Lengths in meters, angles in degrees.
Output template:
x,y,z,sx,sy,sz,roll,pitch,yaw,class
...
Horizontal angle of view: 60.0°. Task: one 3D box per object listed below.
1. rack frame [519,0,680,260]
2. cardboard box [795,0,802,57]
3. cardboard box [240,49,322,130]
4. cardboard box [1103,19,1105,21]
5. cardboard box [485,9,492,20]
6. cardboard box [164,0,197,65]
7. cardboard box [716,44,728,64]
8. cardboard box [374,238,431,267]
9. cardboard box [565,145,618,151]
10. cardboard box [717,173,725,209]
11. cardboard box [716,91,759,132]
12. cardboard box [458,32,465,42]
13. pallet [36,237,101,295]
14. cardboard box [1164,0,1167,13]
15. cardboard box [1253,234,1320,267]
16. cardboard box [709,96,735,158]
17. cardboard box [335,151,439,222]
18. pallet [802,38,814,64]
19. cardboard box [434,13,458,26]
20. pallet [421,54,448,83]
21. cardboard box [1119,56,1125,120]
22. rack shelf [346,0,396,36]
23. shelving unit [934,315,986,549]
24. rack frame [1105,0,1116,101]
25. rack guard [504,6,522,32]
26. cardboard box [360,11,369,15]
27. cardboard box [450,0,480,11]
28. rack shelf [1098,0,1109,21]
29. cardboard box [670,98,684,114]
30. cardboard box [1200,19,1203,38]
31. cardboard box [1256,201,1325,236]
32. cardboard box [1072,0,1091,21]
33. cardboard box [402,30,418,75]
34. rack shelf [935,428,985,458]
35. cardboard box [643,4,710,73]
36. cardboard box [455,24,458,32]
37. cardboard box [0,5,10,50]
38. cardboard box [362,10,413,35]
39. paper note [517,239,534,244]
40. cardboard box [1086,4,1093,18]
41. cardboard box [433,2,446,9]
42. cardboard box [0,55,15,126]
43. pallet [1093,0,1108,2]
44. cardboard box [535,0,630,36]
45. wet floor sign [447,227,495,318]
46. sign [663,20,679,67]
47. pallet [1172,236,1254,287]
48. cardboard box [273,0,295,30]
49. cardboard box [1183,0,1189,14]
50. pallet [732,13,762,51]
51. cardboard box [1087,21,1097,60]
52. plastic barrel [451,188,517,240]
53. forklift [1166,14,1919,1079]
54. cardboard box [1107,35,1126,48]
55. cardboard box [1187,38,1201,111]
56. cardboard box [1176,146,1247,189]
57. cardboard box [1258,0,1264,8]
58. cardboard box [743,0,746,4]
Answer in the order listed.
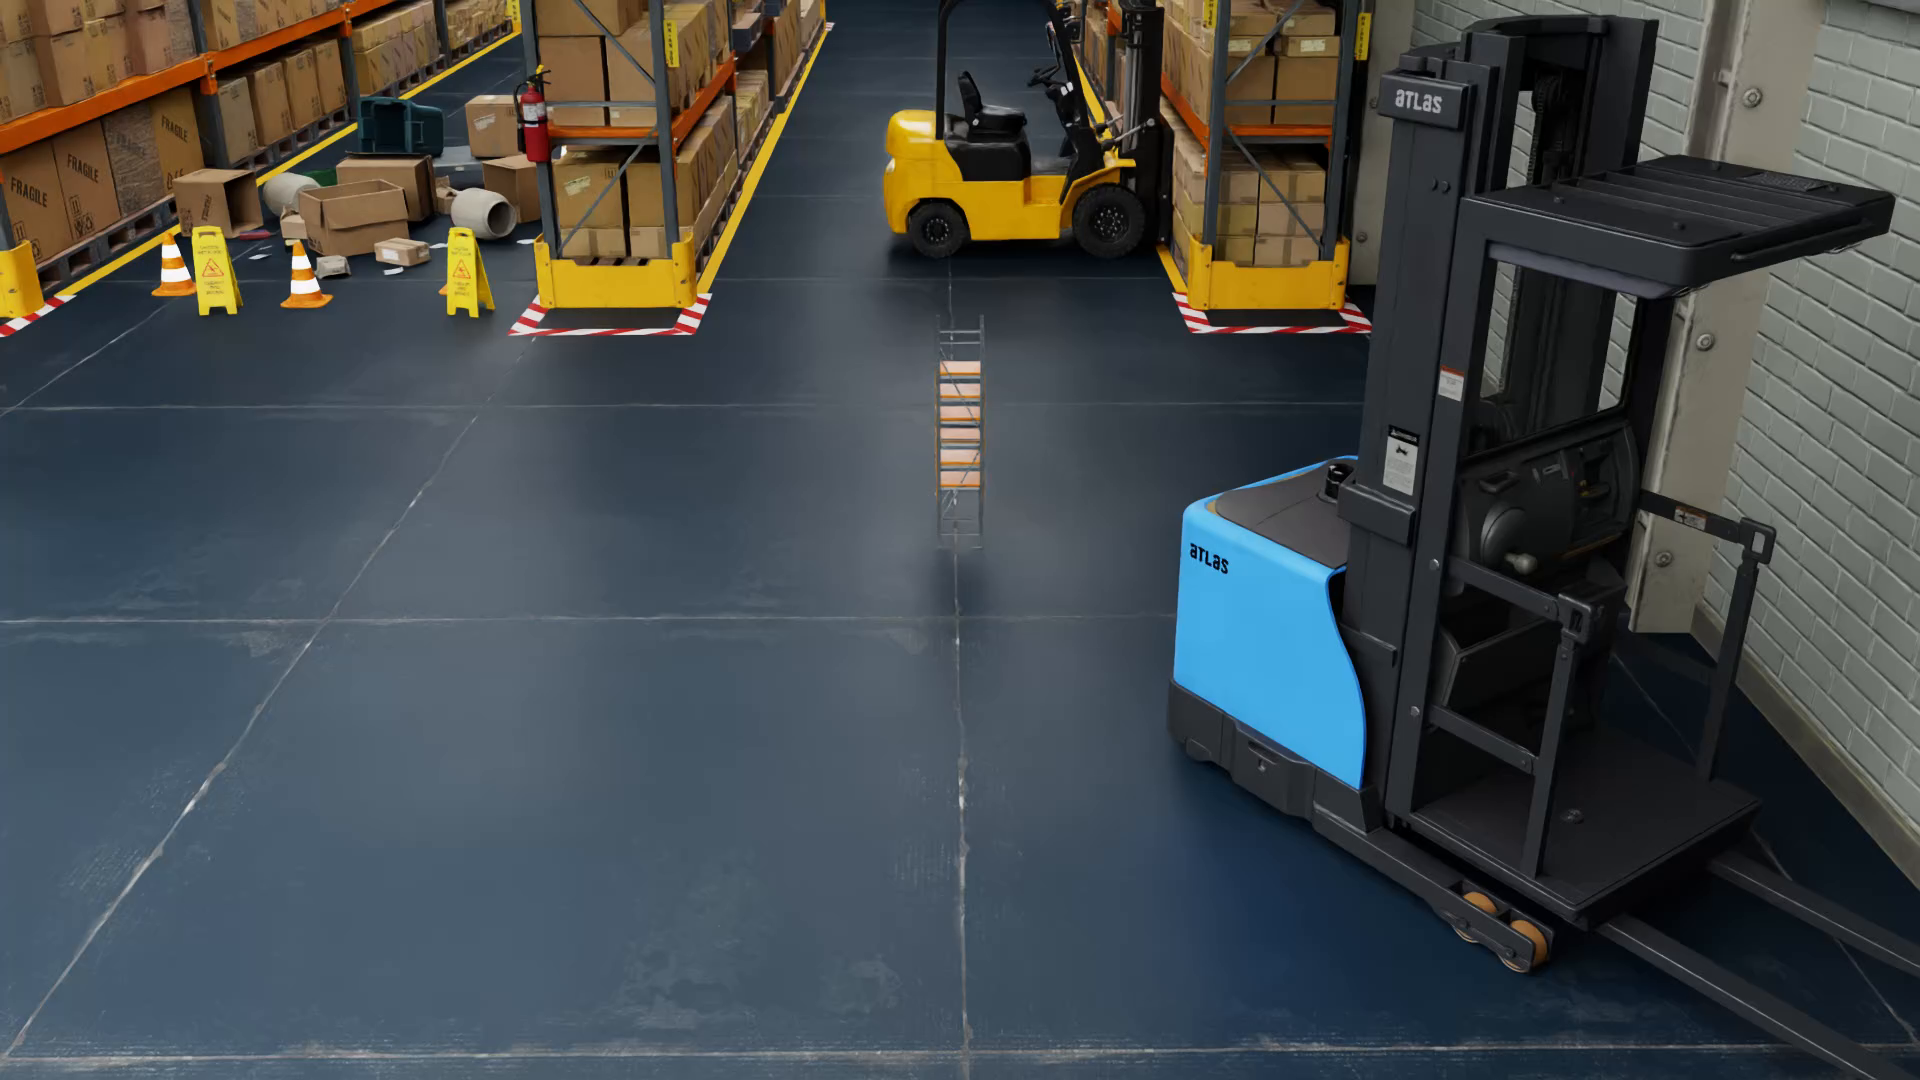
x,y,z,sx,sy,sz,roll,pitch,yaw,class
-2.622,-3.173,12.125,1.000,3.000,0.127,0,24,-1,rack frame
-2.666,-7.085,22.845,0.875,0.875,0.875,0,24,1,cardboard box
-7.728,-4.960,18.297,1.050,0.750,0.750,0,24,0,cardboard box
2.057,-6.691,21.641,0.380,0.149,0.250,0,24,0,cardboard box
-7.428,-8.086,25.577,0.380,0.149,0.250,0,24,0,cardboard box
-7.598,-4.673,15.261,0.875,0.550,0.550,0,24,-1,cardboard box
-2.348,-4.472,15.304,0.380,0.149,0.250,0,24,1,cardboard box
-4.656,-2.404,13.885,0.380,0.149,0.250,13,27,27,cardboard box
-2.962,-3.228,13.378,0.380,0.149,0.250,0,24,1,cardboard box
-2.374,-3.088,14.765,0.500,0.250,0.500,0,24,0,cardboard box
-2.694,-4.614,17.990,0.950,0.372,0.625,1,24,1,cardboard box
-7.442,-7.309,24.221,0.380,0.149,0.250,0,24,-1,cardboard box
-7.657,-2.167,13.286,1.003,0.211,1.213,0,24,-1,pallet
2.002,-4.737,14.676,0.380,0.149,0.250,0,24,1,cardboard box
2.532,-2.338,13.107,0.500,0.250,0.500,0,24,0,cardboard box
-2.391,-3.858,15.558,0.500,0.500,0.500,-1,24,-1,cardboard box
-5.191,-3.195,15.038,0.797,0.637,0.503,0,24,-1,cardboard box
-2.683,-7.160,24.326,1.003,0.211,1.213,0,24,-1,pallet
-7.442,-7.473,23.862,0.380,0.149,0.250,1,24,2,cardboard box
-7.691,-6.462,22.782,1.003,0.211,1.213,0,24,-1,pallet
2.262,-5.076,18.705,0.875,0.625,0.625,1,24,1,cardboard box
-7.680,-6.901,21.242,1.077,0.370,4.000,0,24,-1,rack shelf
0.000,-0.541,8.490,0.258,1.200,0.189,0,24,-1,shelving unit
2.254,-6.493,19.466,1.000,3.000,0.127,0,24,-1,rack frame
-7.744,-8.531,27.007,1.175,0.500,0.348,0,24,-1,rack guard
-7.948,-6.712,21.565,0.500,0.250,0.500,1,24,1,cardboard box
-7.521,-8.112,25.273,0.380,0.149,0.250,-1,24,-2,cardboard box
2.232,-6.989,21.436,1.077,0.370,4.000,0,24,-1,rack shelf
-2.357,-3.413,12.960,0.380,0.149,0.250,-1,24,-2,cardboard box
2.092,-3.994,13.032,0.380,0.149,0.250,0,24,-1,cardboard box
2.544,-2.557,12.985,0.500,0.250,0.500,0,24,0,cardboard box
2.061,-7.809,24.900,0.700,0.500,0.500,-1,24,-3,cardboard box
-7.435,-6.379,21.738,0.500,0.500,0.500,-1,24,-2,cardboard box
0.000,-0.500,8.508,0.258,0.103,0.180,0,24,-1,rack shelf
-2.379,-4.183,13.876,0.500,0.500,0.500,-1,24,-2,cardboard box
-7.517,-7.436,24.141,0.380,0.149,0.250,0,24,-1,cardboard box
-7.536,-3.822,12.068,0.875,0.550,0.550,0,24,-1,cardboard box
-7.428,-6.712,21.564,0.500,0.250,0.500,-1,24,-3,cardboard box
-3.777,-2.602,14.466,0.142,0.019,0.148,-9,26,-19,paper note
1.948,-7.340,23.076,0.380,0.149,0.250,1,24,2,cardboard box
-7.946,-8.002,25.031,0.380,0.149,0.250,0,24,0,cardboard box
-7.620,-3.330,12.290,0.875,0.550,0.550,0,24,-1,cardboard box
2.177,-6.684,20.122,1.213,0.211,1.003,0,24,-1,pallet
-2.846,-4.019,12.300,0.700,0.500,0.500,-1,24,-2,cardboard box
-3.690,-2.017,12.426,0.267,0.644,0.232,8,26,18,wet floor sign
-2.079,-3.569,11.952,0.100,0.325,0.005,0,24,-1,sign
2.291,-2.241,13.448,1.003,0.211,1.213,0,24,-1,pallet
-7.365,-5.644,17.467,0.500,0.500,0.500,0,24,0,cardboard box
2.013,-4.345,13.448,0.380,0.149,0.250,0,24,0,cardboard box
-2.528,-5.049,16.506,1.003,0.211,1.213,0,24,-1,pallet
2.007,-6.774,22.611,0.500,0.500,0.500,-1,24,-1,cardboard box
-4.158,-2.843,14.522,0.512,0.421,0.421,19,30,35,plastic barrel
2.118,-0.120,5.459,1.130,2.935,3.031,-16,29,-32,forklift
1.996,-6.043,20.208,0.380,0.149,0.250,-1,24,-3,cardboard box
2.077,-3.657,13.075,0.500,0.500,0.500,0,24,1,cardboard box
2.013,-2.989,13.333,0.500,0.250,0.500,0,24,0,cardboard box
2.550,-4.240,13.214,0.380,0.149,0.250,0,24,1,cardboard box
-2.390,-5.594,16.487,0.500,0.500,0.500,0,24,0,cardboard box
